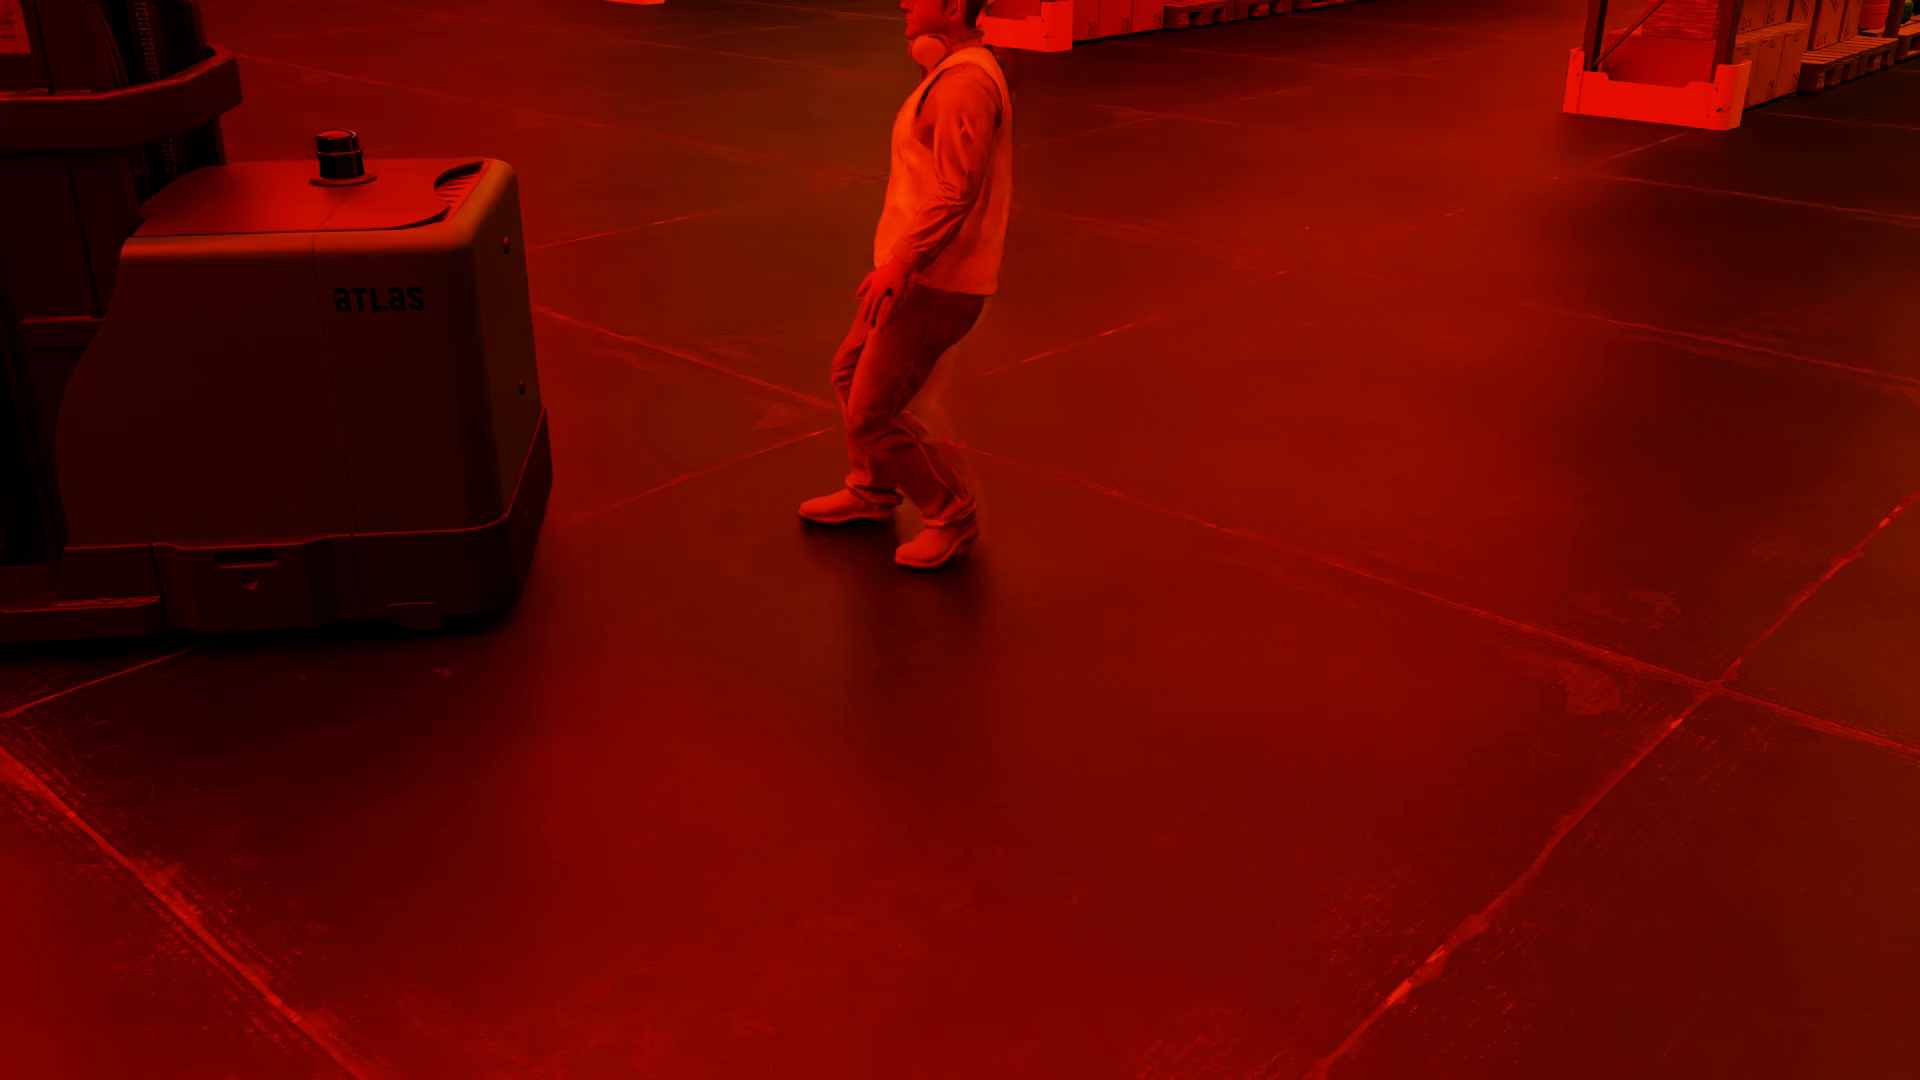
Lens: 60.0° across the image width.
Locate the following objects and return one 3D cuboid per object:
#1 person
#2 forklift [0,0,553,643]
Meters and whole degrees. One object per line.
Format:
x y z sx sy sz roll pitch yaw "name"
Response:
-0.175 -0.787 4.642 0.634 1.718 0.717 0 24 0 "person"
-2.735 -1.226 4.124 3.031 2.935 1.130 -3 24 -6 "forklift"
